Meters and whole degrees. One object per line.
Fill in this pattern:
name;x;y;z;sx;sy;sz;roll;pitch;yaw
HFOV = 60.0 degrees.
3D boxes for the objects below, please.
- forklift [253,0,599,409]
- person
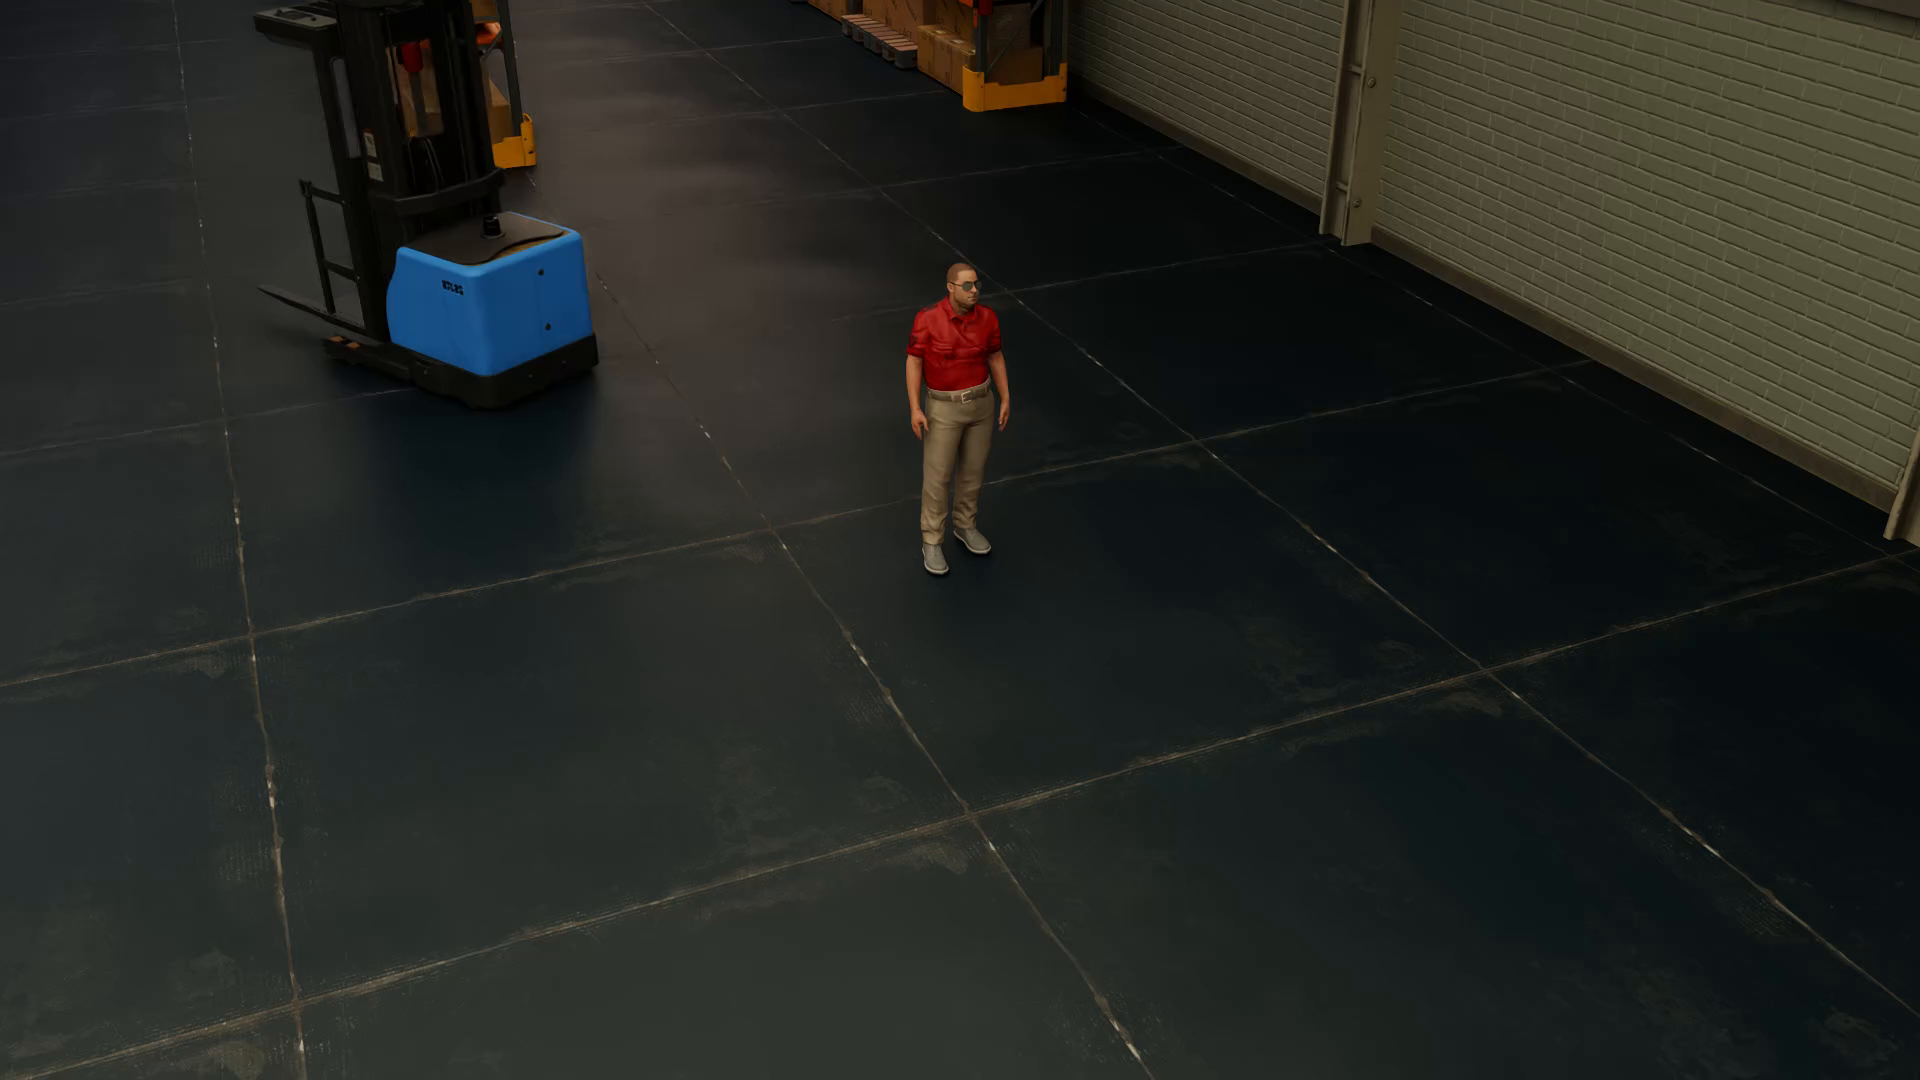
forklift;-4.136;-2.761;11.948;3.031;2.935;1.130;20;36;31
person;0.025;-0.713;9.565;0.640;1.727;0.551;-12;32;-20
